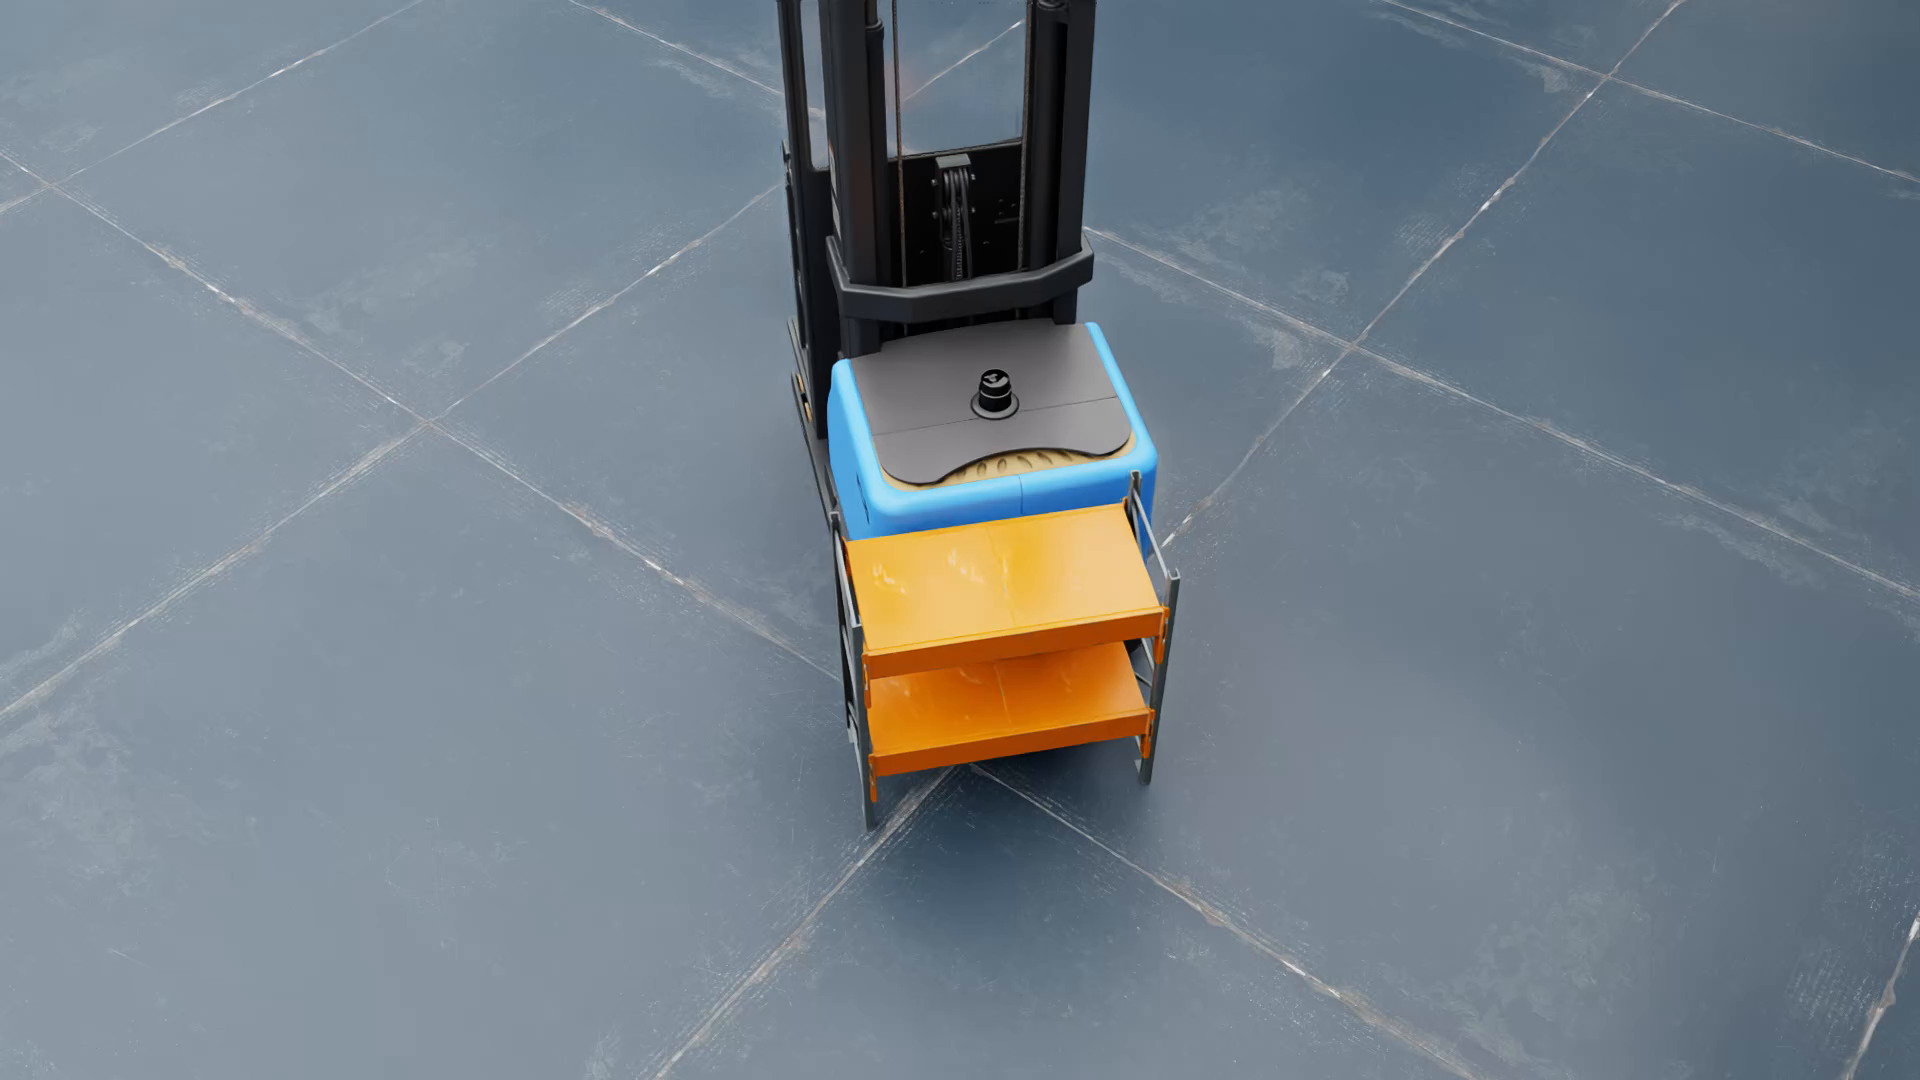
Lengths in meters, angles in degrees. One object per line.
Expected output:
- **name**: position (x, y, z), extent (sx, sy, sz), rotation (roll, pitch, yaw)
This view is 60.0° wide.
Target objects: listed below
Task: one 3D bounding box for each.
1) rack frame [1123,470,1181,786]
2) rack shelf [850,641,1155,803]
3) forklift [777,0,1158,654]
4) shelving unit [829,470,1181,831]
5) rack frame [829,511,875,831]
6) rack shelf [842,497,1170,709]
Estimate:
- **rack frame**: position (0.632, 0.329, 5.819), extent (0.032, 1.125, 0.500), rotation (-8, 47, -8)
- **rack shelf**: position (0.133, 0.568, 5.929), extent (1.000, 0.278, 0.538), rotation (-8, 47, -8)
- **forklift**: position (-0.133, -1.511, 6.331), extent (1.130, 2.935, 3.031), rotation (-10, 47, -9)
- **shelving unit**: position (0.133, 0.401, 5.751), extent (1.048, 1.125, 0.538), rotation (-8, 47, -8)
- **rack frame**: position (-0.365, 0.472, 5.682), extent (0.032, 1.125, 0.500), rotation (-8, 47, -8)
- **rack shelf**: position (0.134, 0.200, 5.537), extent (1.000, 0.278, 0.538), rotation (-8, 47, -8)
